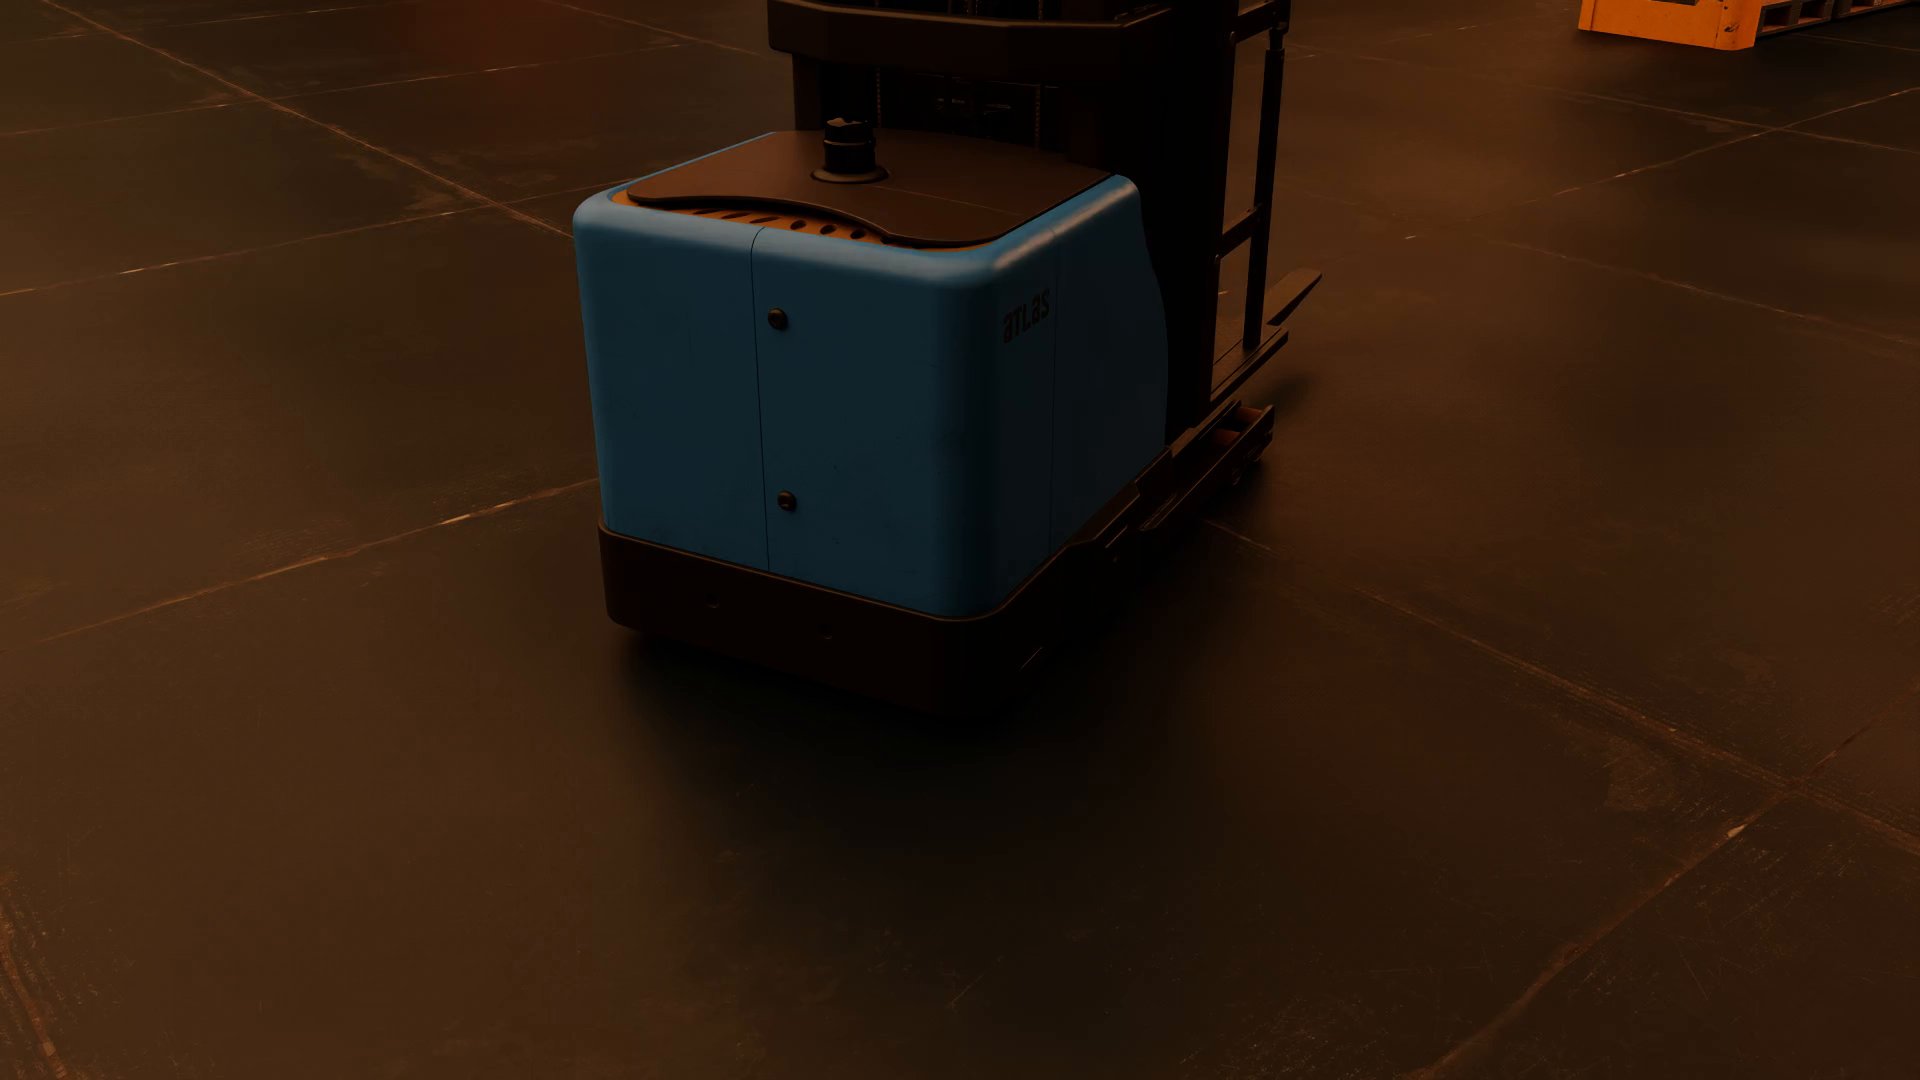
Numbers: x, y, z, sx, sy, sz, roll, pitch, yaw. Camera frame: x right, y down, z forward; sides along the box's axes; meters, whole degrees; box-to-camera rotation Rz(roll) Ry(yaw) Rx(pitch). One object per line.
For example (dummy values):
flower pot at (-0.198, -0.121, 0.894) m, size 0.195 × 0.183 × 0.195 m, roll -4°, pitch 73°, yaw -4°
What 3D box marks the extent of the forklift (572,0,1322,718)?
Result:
forklift at (0.285, -1.552, 4.331) m, size 1.130 × 2.935 × 3.031 m, roll 13°, pitch 29°, yaw 25°
